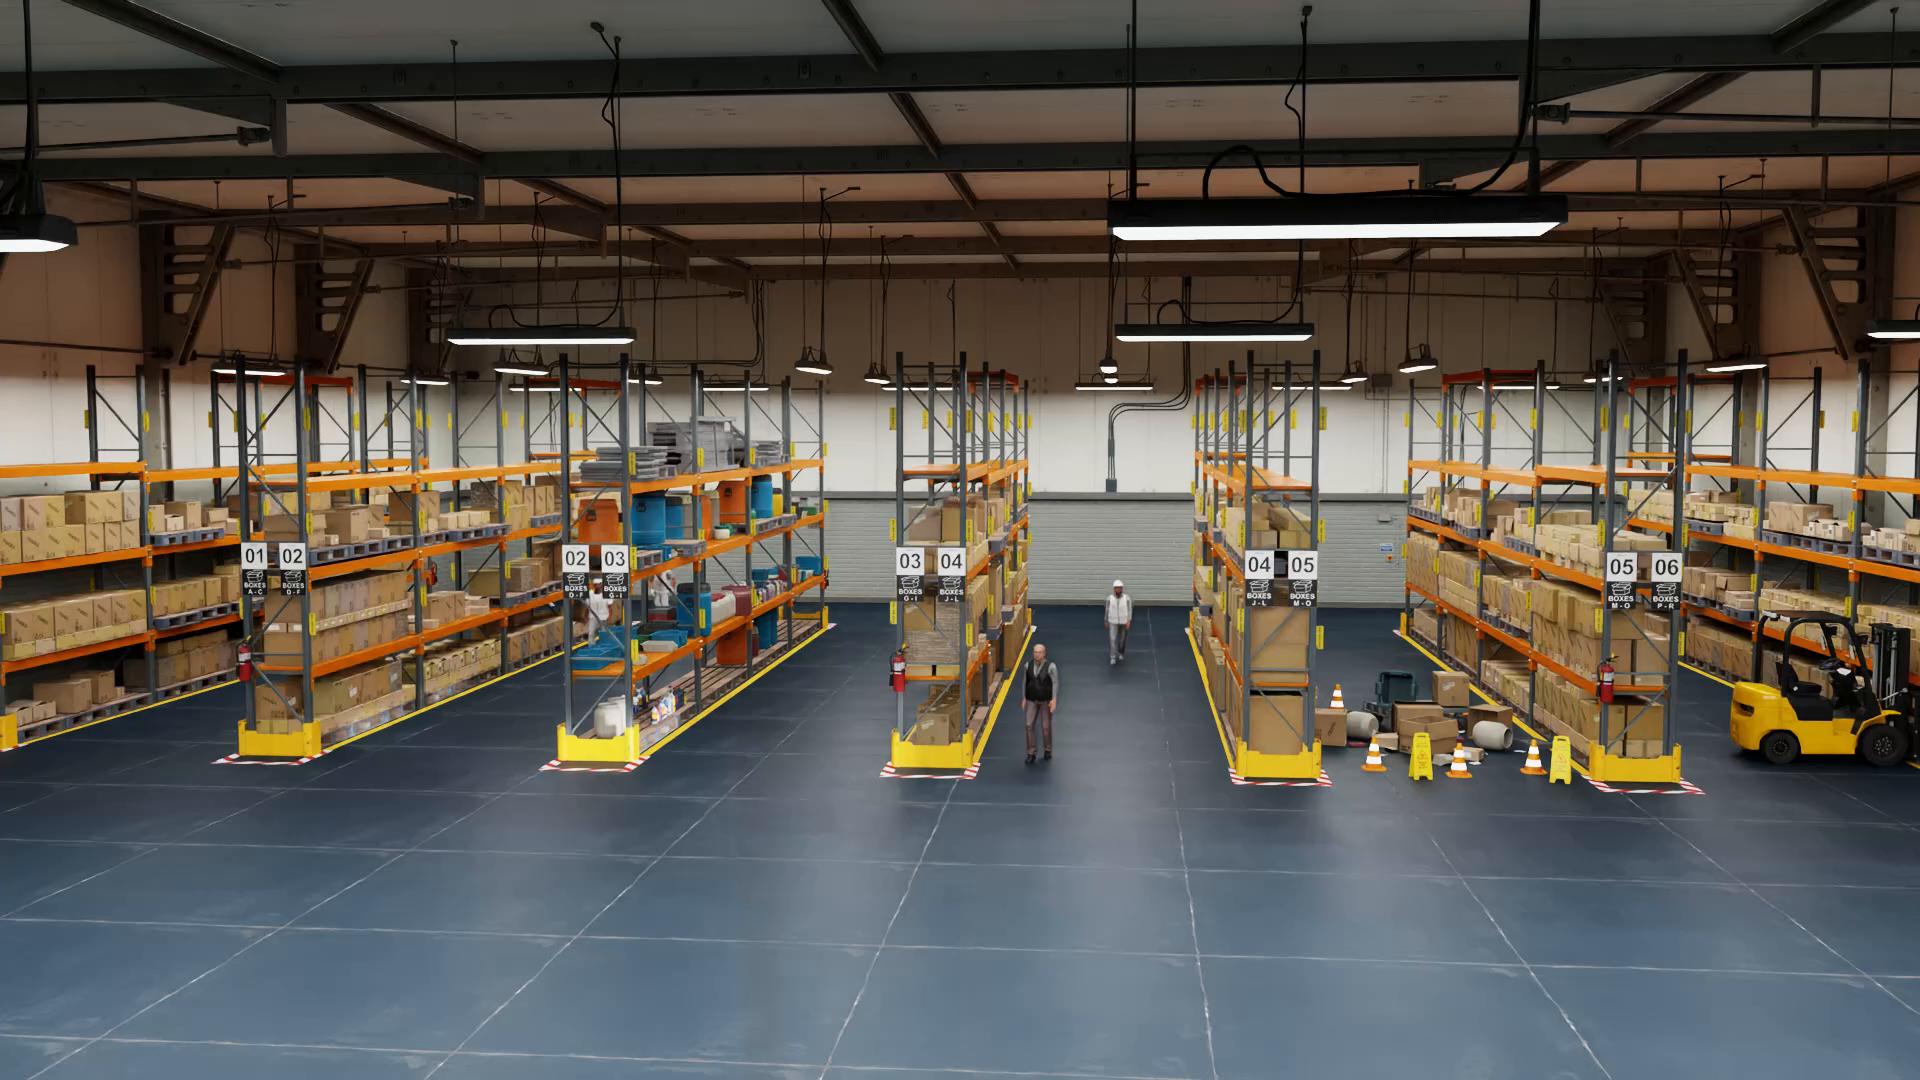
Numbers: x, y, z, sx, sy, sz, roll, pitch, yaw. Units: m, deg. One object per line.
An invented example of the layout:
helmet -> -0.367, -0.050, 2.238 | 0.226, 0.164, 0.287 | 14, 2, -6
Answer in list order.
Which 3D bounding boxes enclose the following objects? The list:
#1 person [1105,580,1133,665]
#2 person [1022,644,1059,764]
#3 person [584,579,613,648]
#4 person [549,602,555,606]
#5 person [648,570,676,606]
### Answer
person -> 3.276, 1.687, 34.277 | 0.552, 1.706, 1.081 | 0, 4, 0
person -> 1.173, 2.409, 24.549 | 0.591, 1.748, 0.632 | 2, 4, 21
person -> -7.623, 1.635, 34.938 | 0.646, 1.695, 1.067 | 0, 4, -3
person -> -11.071, 0.993, 45.007 | 0.427, 1.587, 0.454 | -4, 6, -43
person -> -7.258, 1.293, 40.462 | 0.659, 1.684, 0.644 | 1, 4, 14
